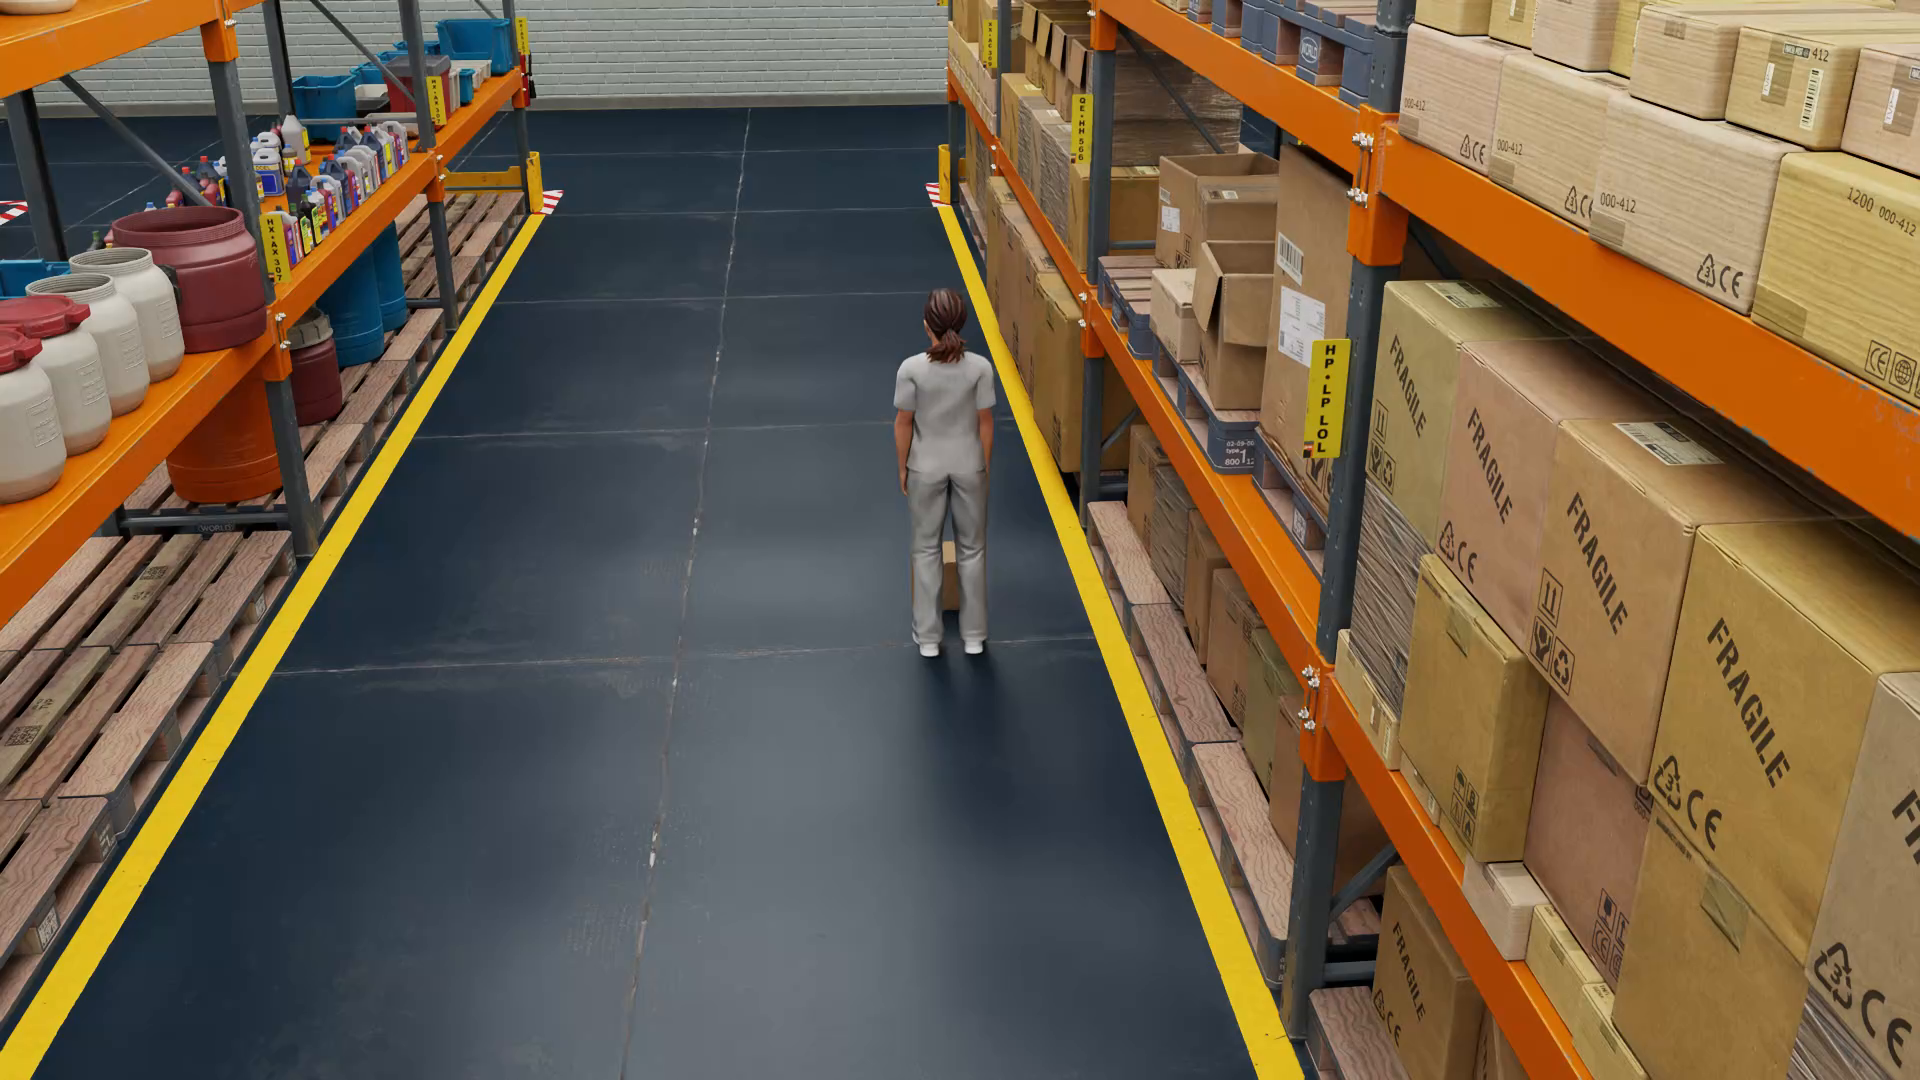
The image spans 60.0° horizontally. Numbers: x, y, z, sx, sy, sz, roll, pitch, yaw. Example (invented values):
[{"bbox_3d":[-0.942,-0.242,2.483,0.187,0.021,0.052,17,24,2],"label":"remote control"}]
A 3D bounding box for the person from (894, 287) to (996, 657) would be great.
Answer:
[{"bbox_3d":[-0.066,-0.281,7.248,0.438,1.678,0.374,-2,24,-4],"label":"person"}]
